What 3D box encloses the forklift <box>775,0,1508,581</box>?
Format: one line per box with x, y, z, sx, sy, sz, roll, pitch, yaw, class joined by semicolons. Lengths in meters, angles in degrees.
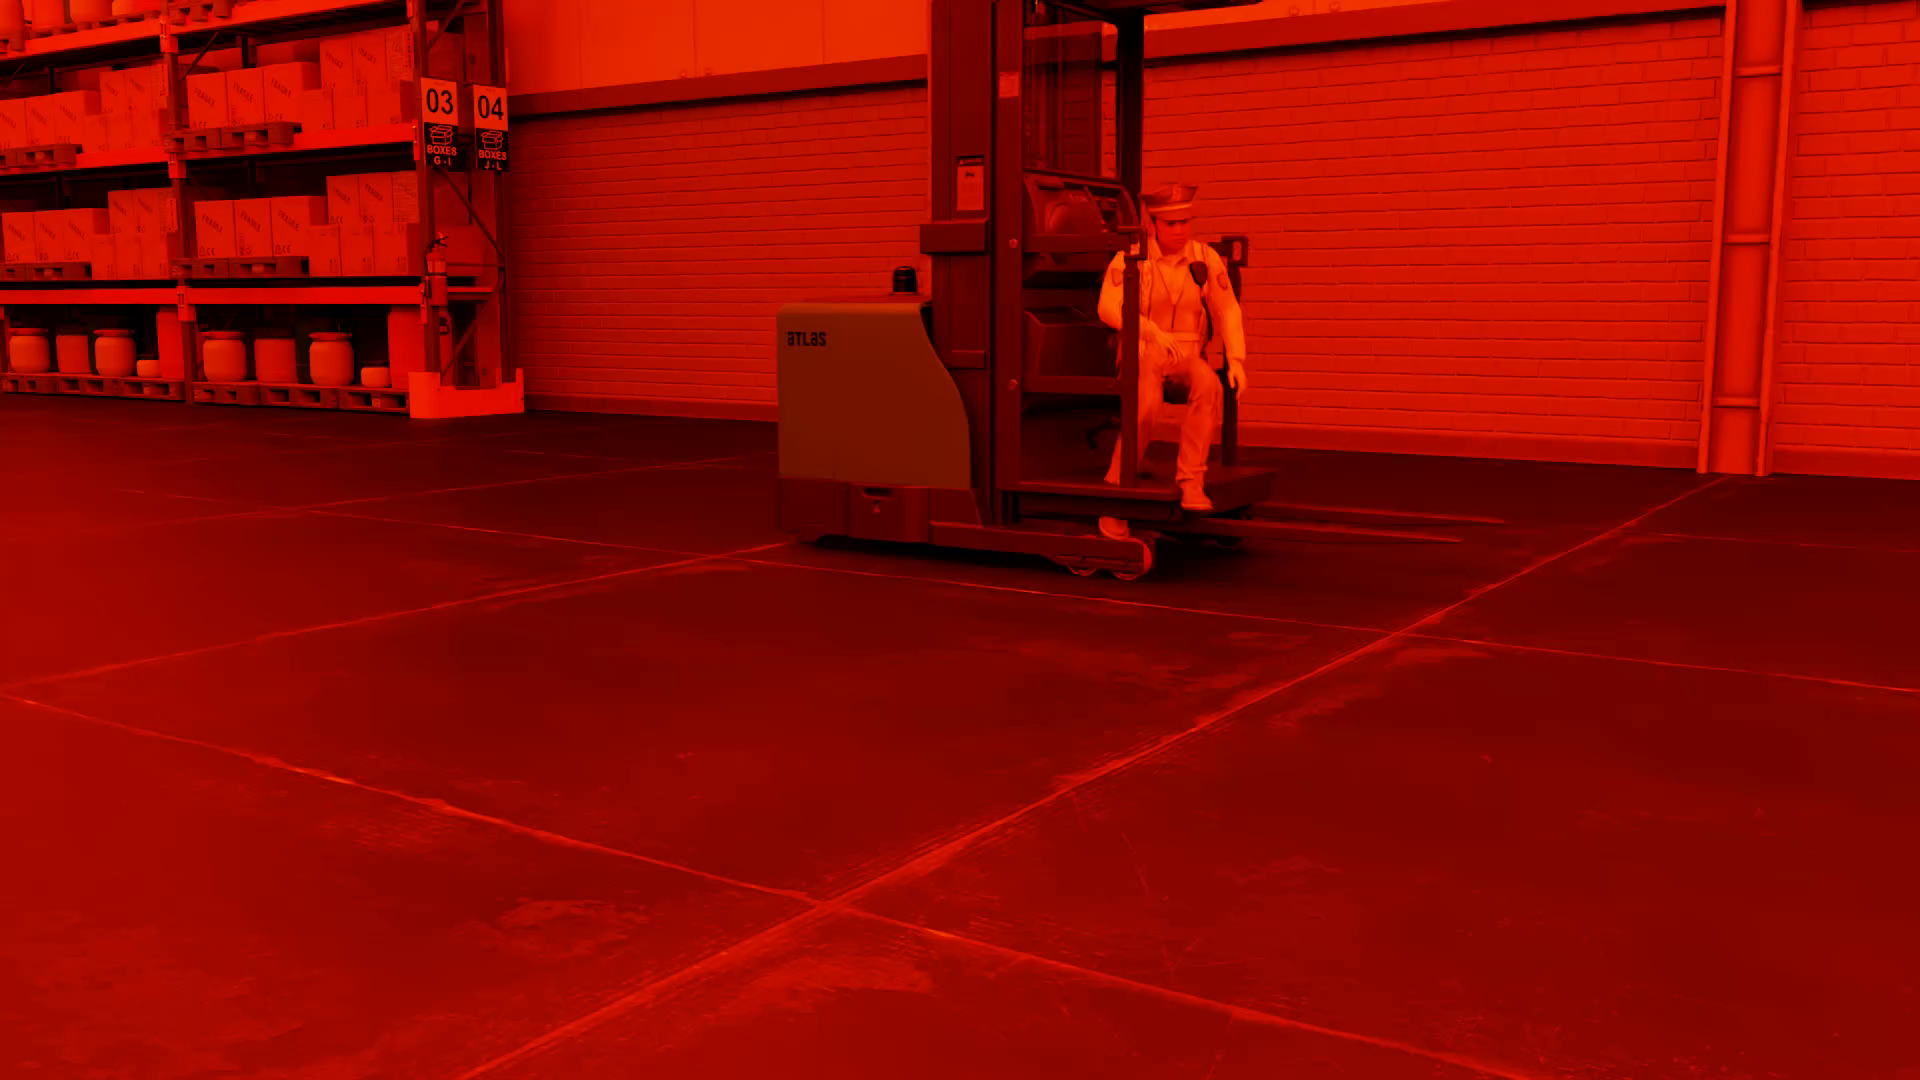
0.695;-1.378;6.880;3.031;2.935;1.130;5;10;32;forklift

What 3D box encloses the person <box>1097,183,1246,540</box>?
0.892;-0.717;6.637;0.708;1.405;0.883;-2;8;-12;person
